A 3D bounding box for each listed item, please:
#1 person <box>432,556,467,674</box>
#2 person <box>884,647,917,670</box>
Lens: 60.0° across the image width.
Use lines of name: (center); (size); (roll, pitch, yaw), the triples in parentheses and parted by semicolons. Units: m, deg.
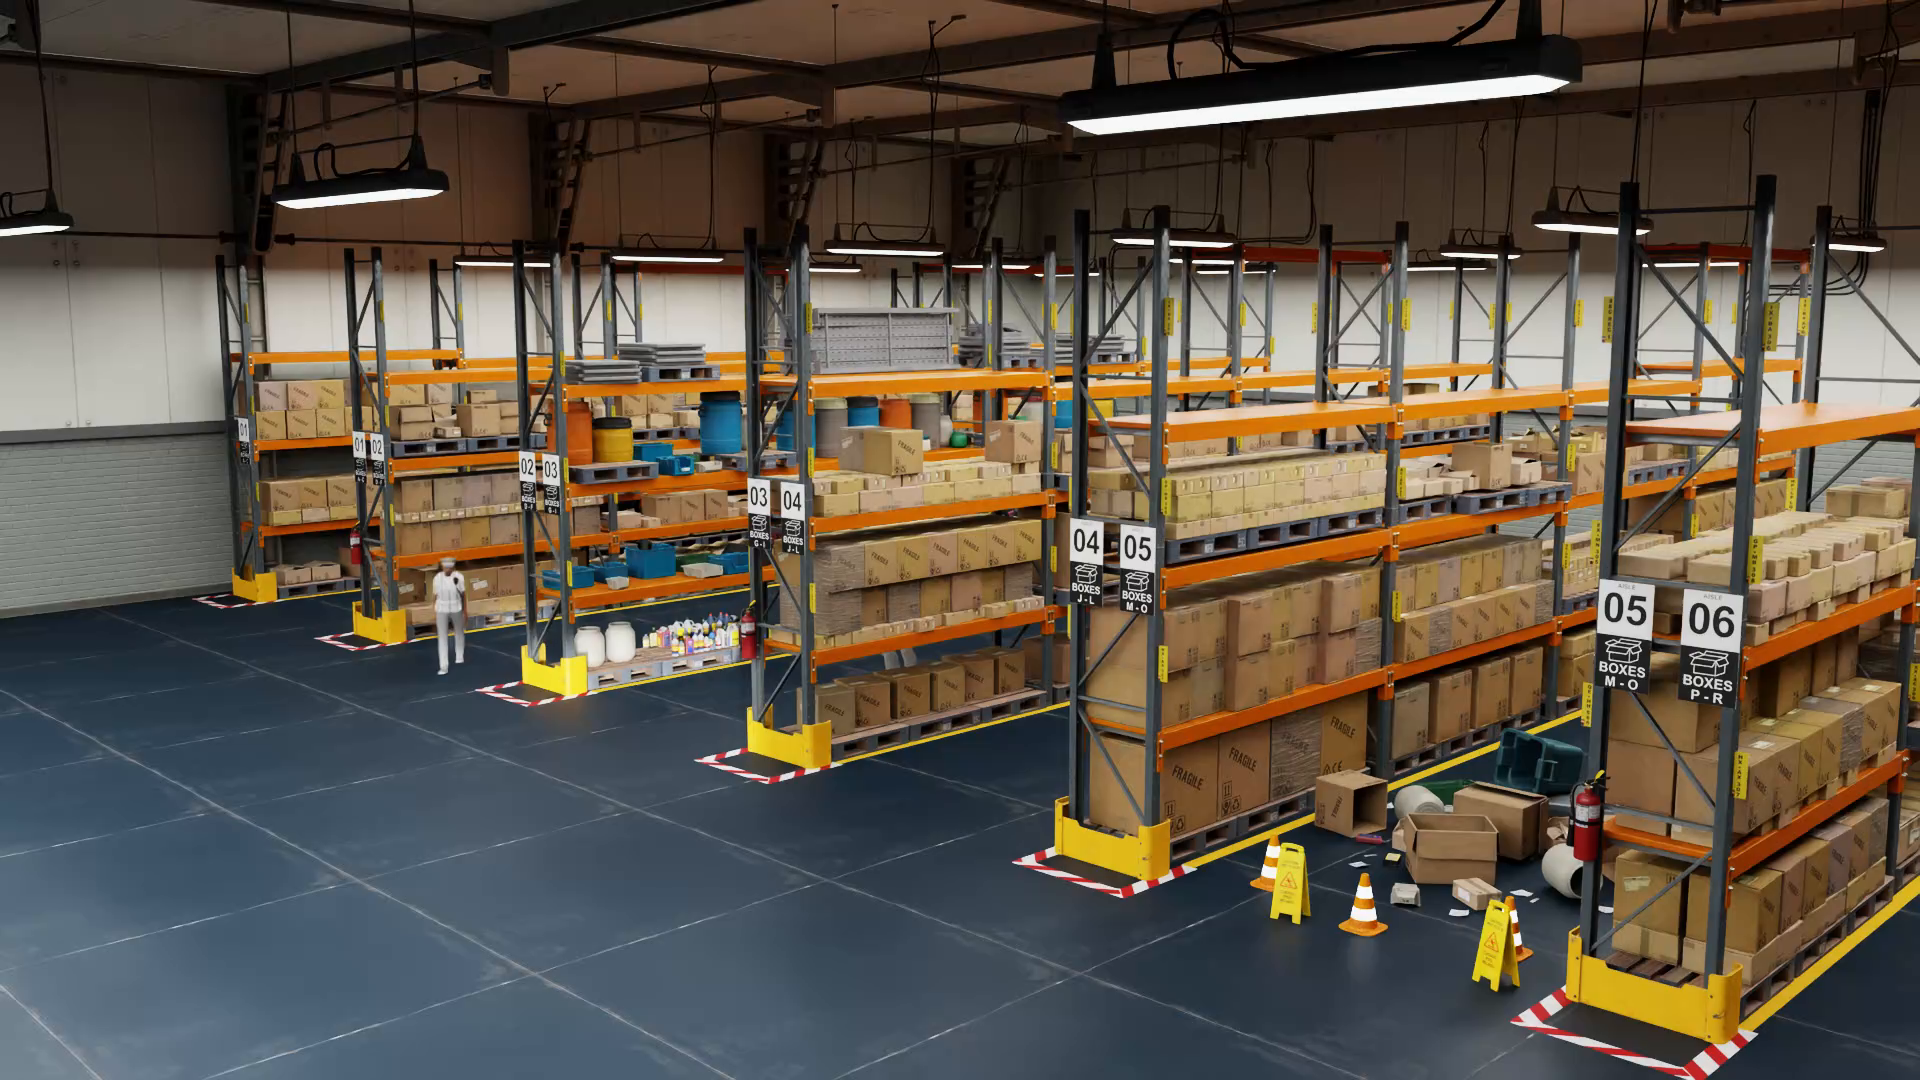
person: (-7.253, 1.026, 23.595); (0.474, 1.622, 0.840); (-4, 9, -25)
person: (-0.796, 1.162, 22.284); (0.570, 1.845, 0.619); (-5, 9, -31)
